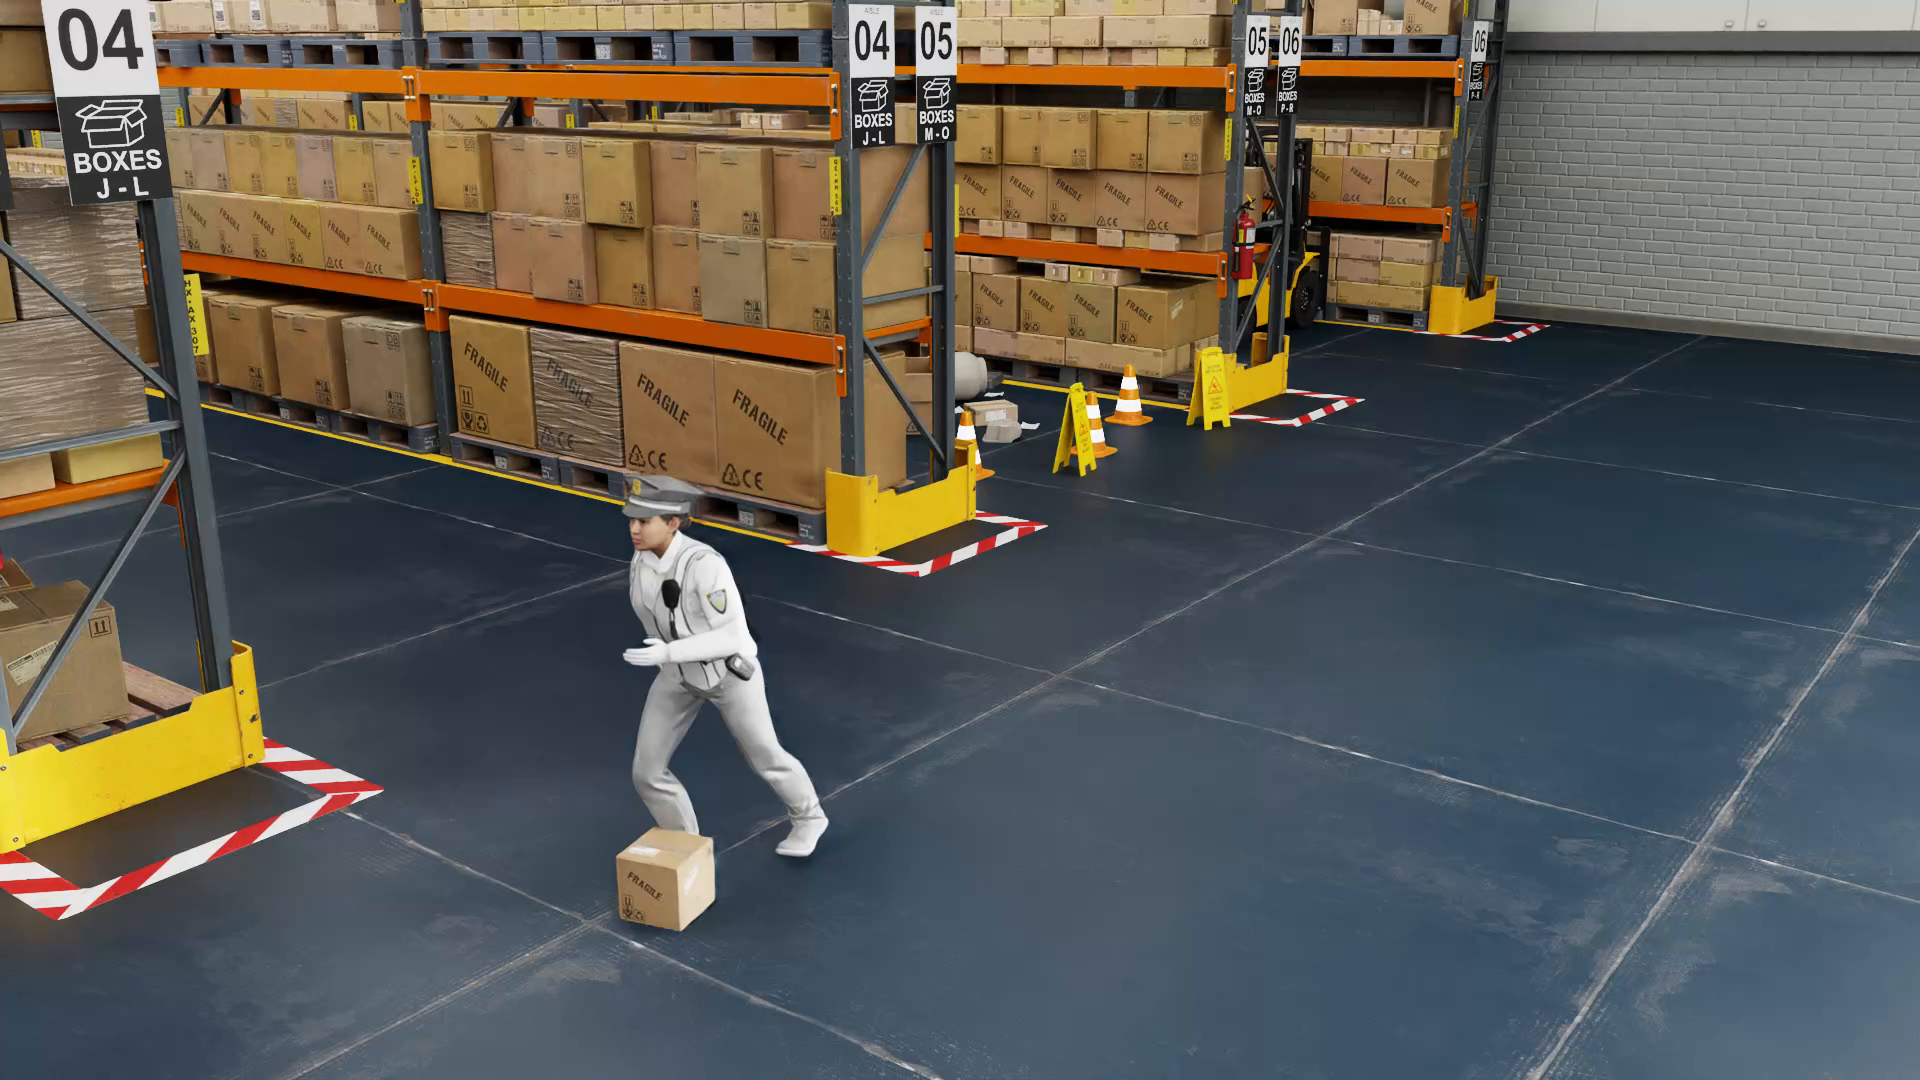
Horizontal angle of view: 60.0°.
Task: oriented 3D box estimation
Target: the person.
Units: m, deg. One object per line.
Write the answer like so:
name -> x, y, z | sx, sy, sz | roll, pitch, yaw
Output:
person -> -0.906, 0.494, 5.975 | 0.606, 1.619, 0.921 | 10, 20, 31
